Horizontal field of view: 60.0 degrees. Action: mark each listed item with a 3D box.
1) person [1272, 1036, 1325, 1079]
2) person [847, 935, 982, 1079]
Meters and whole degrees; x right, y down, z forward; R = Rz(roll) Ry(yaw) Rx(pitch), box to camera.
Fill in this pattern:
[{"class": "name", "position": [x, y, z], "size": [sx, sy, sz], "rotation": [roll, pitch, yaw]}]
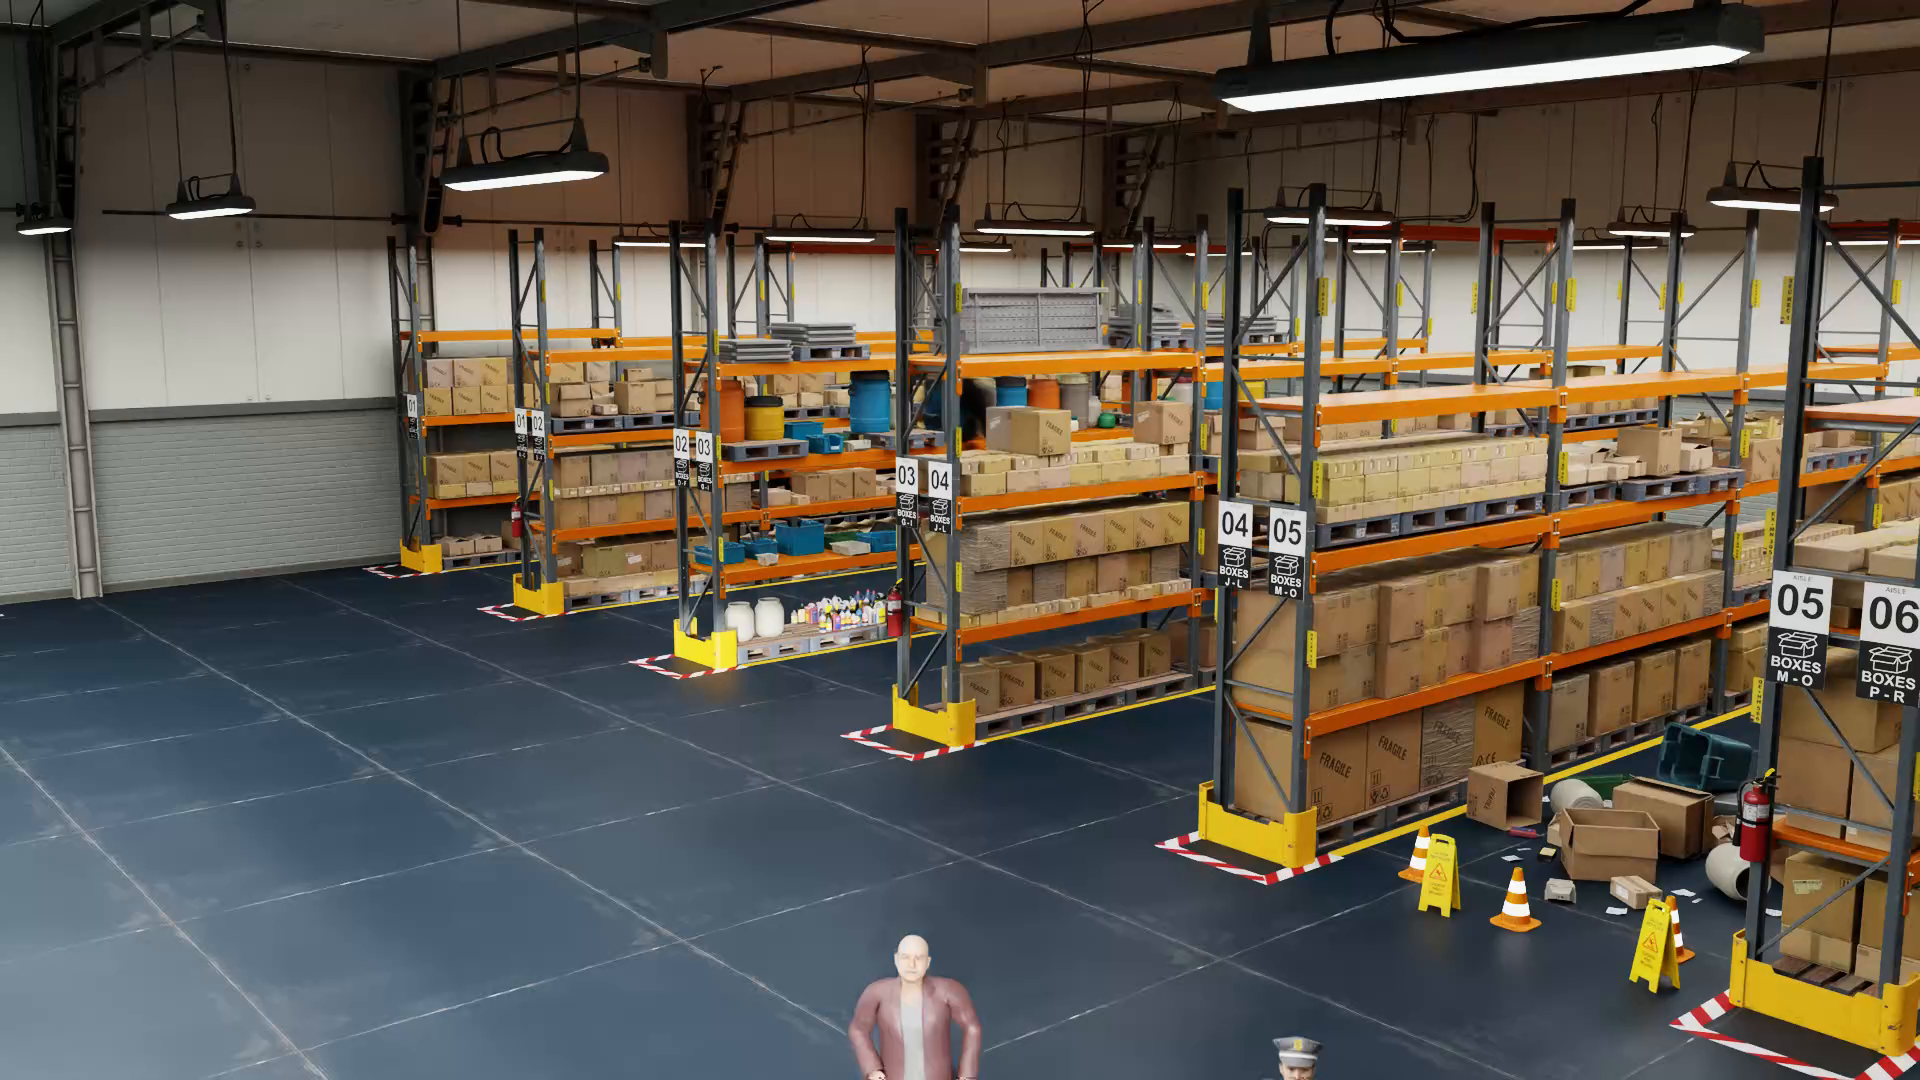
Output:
[{"class": "person", "position": [1.580, 3.152, 7.924], "size": [0.611, 1.651, 0.561], "rotation": [2, 9, 10]}, {"class": "person", "position": [-0.246, 2.963, 9.023], "size": [0.730, 1.724, 0.717], "rotation": [0, 9, -1]}]
